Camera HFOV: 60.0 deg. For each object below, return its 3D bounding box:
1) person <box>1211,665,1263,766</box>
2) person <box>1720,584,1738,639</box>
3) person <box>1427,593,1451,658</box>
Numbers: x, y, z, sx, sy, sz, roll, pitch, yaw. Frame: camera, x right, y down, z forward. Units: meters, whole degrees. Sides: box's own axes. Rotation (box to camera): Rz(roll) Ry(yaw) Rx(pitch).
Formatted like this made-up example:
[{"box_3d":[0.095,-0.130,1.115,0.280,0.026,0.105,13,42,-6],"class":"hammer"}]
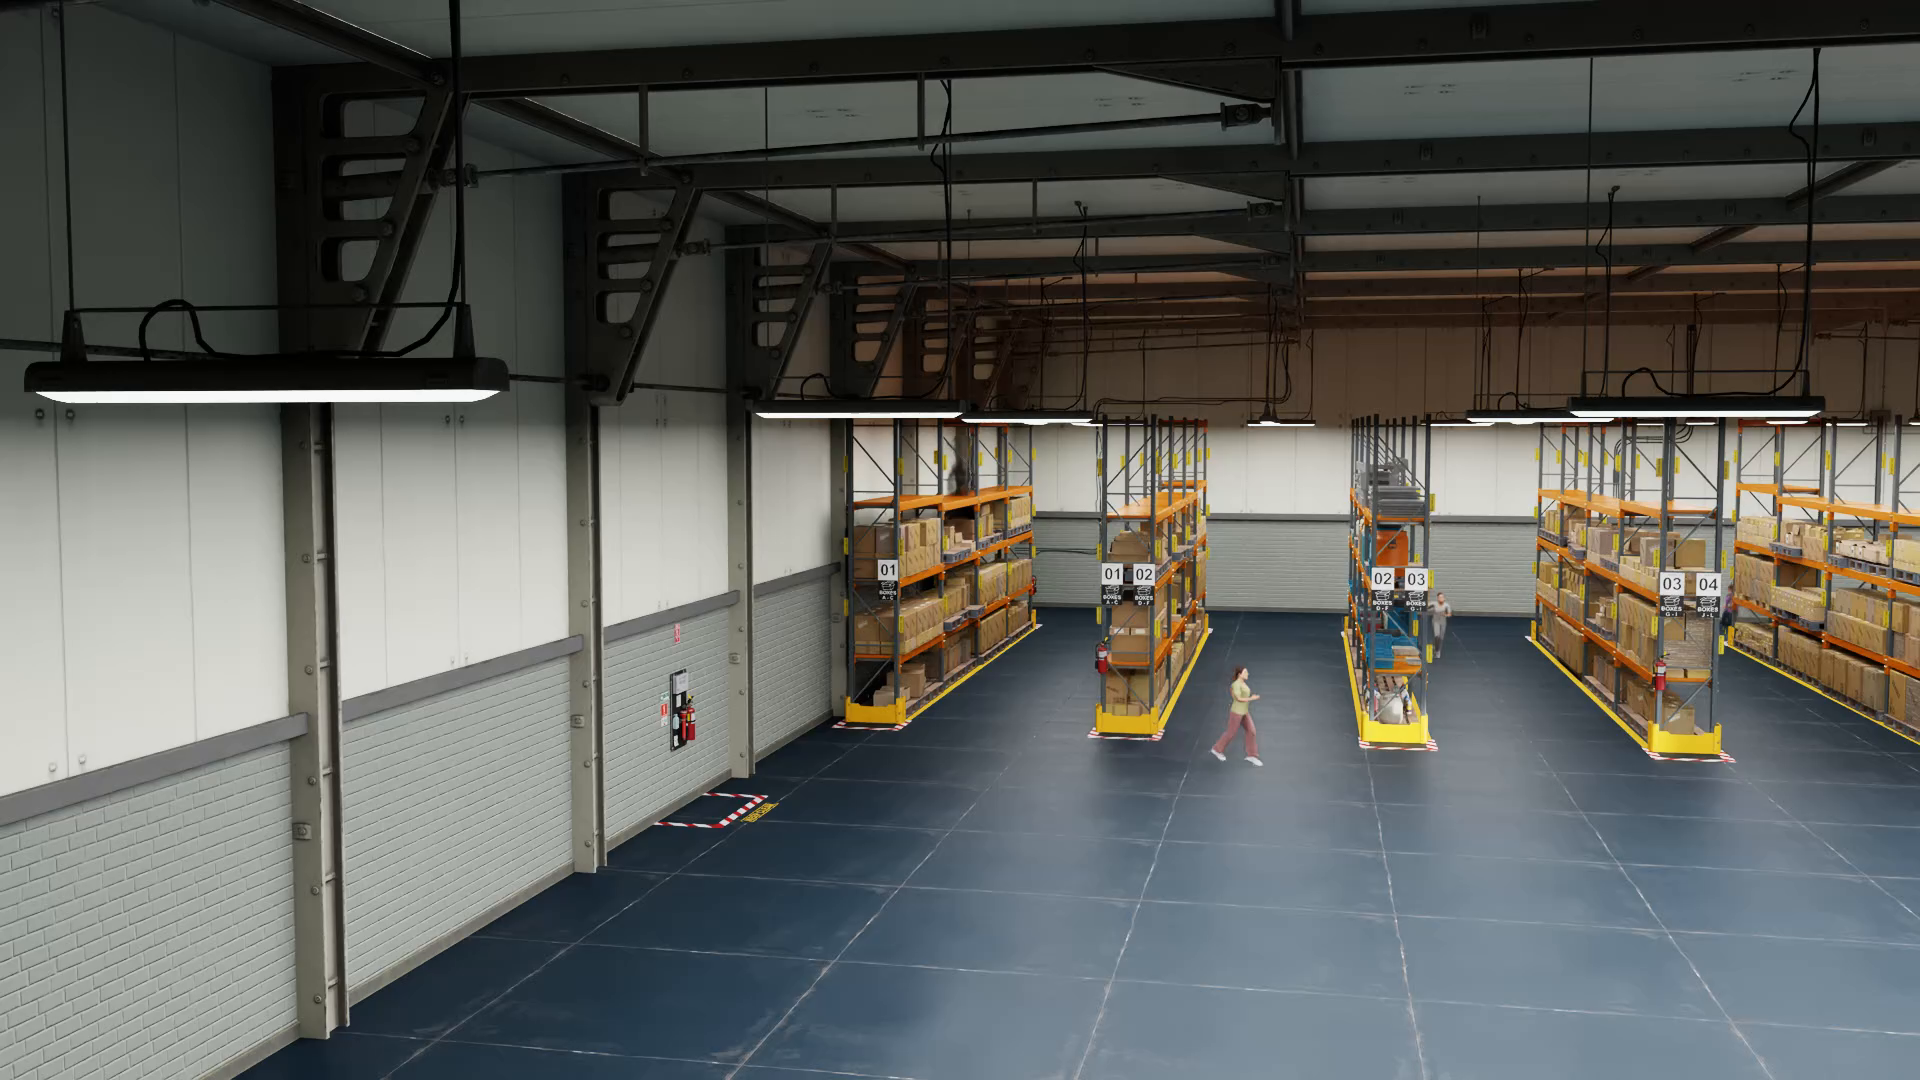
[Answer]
[{"box_3d":[4.730,2.977,28.349,0.909,1.697,0.554,2,4,29],"class":"person"},{"box_3d":[20.857,1.943,45.021,0.573,1.557,0.572,0,4,6],"class":"person"},{"box_3d":[11.951,2.120,41.524,0.591,1.633,0.781,1,4,10],"class":"person"}]
